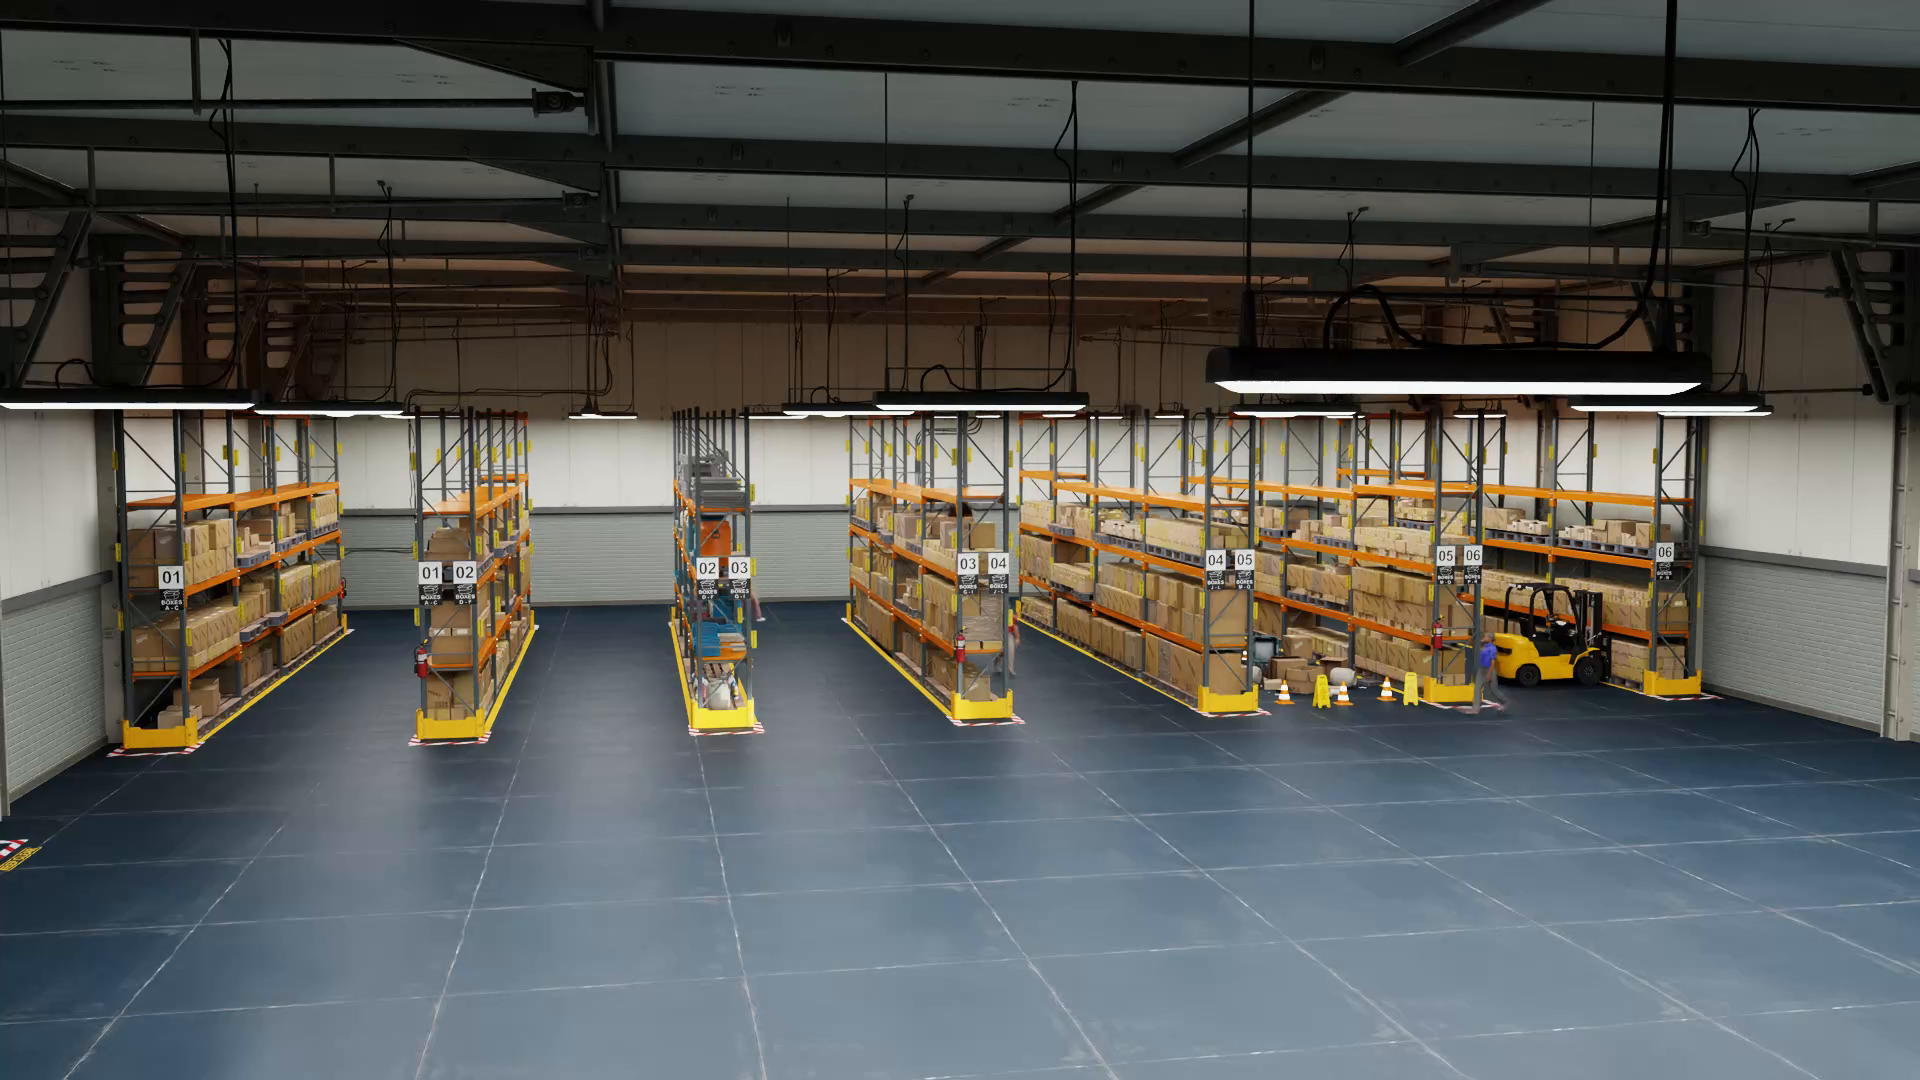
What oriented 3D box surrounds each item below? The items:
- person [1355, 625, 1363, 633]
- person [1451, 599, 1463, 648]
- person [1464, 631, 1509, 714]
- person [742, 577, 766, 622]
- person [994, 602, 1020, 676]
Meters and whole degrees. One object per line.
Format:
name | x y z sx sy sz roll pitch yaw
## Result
person | 10.145 1.837 42.340 0.462 1.769 0.628 1 4 11
person | 11.541 2.178 38.794 0.405 1.622 0.493 2 4 25
person | 10.328 2.598 32.514 0.903 1.621 0.425 -2 5 -32
person | -5.967 1.531 47.468 0.565 1.604 1.043 -4 6 -44
person | 1.025 2.222 37.584 0.687 1.661 1.028 -1 4 -9
